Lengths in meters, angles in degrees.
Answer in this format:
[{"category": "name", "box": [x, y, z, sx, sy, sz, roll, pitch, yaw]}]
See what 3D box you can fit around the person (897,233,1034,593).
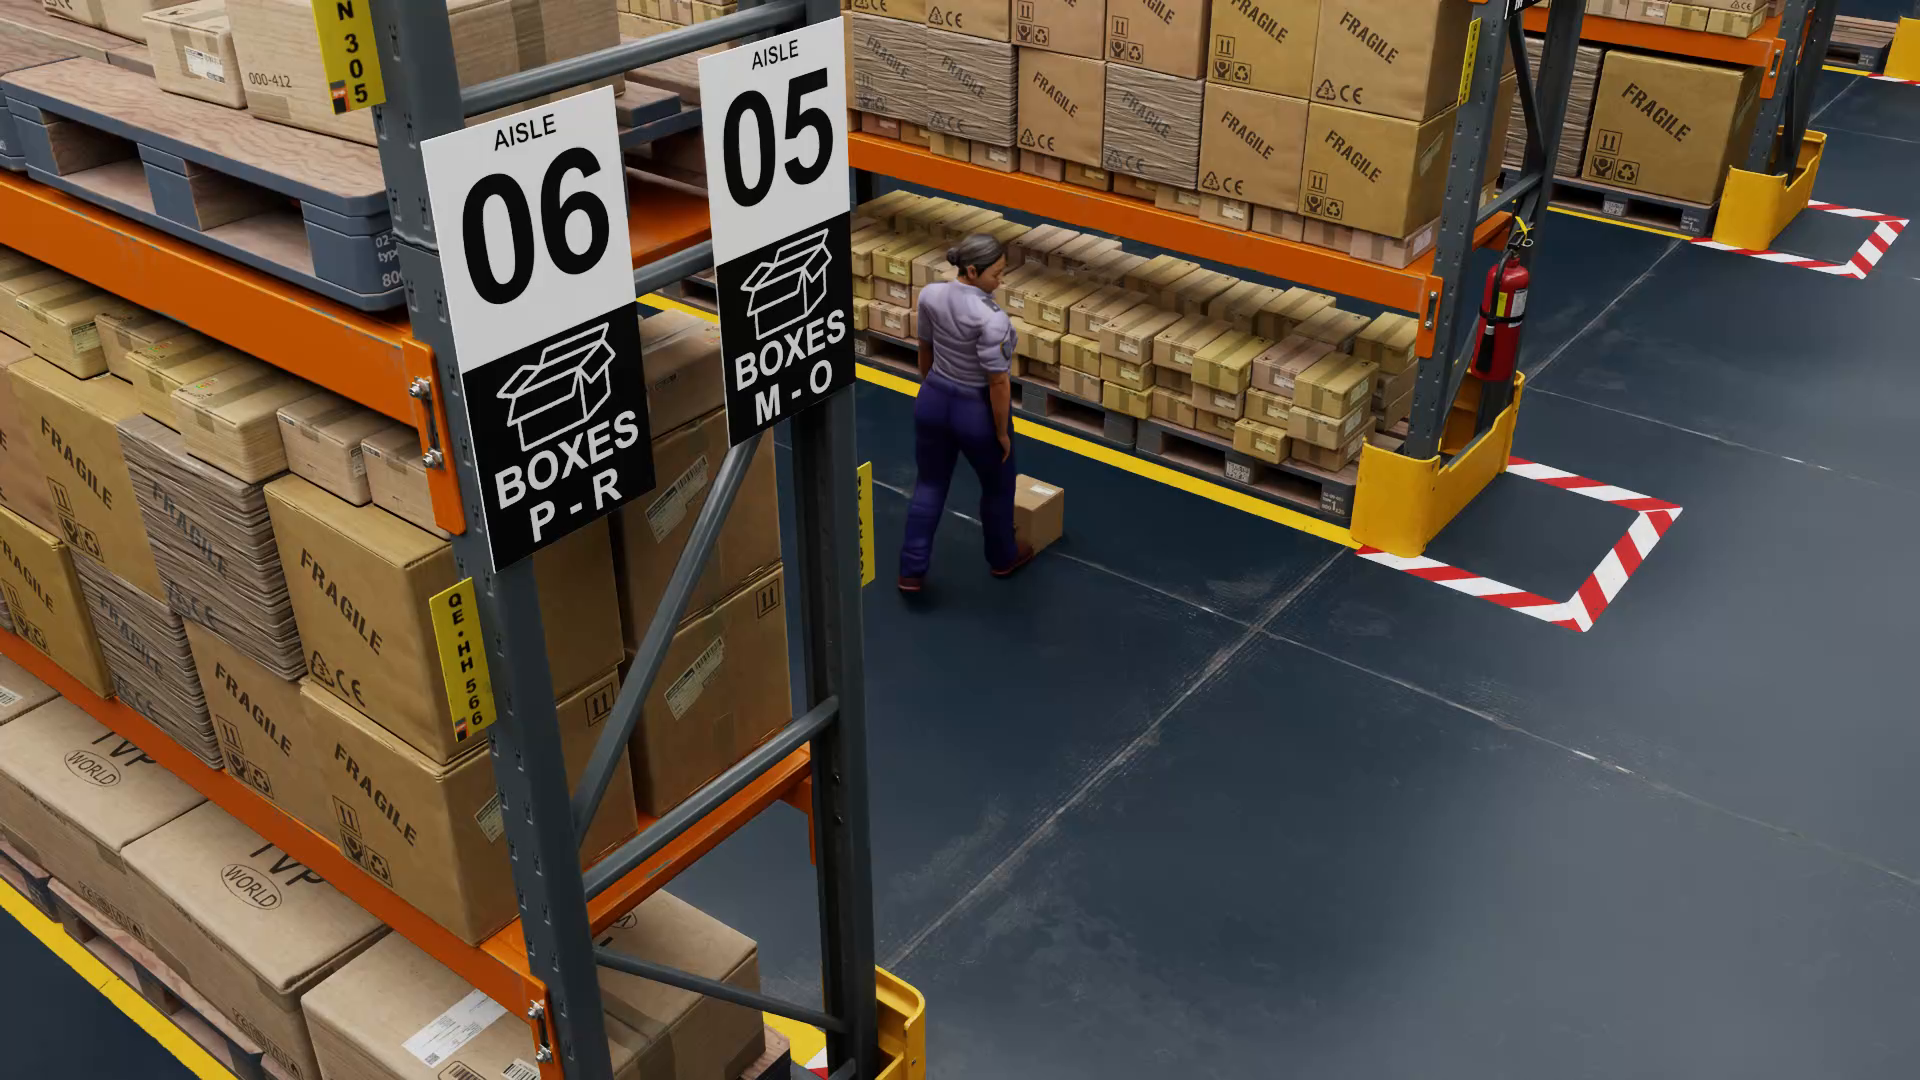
[{"category": "person", "box": [0.033, -0.531, 7.006, 0.506, 1.630, 0.739, 18, 35, 27]}]
